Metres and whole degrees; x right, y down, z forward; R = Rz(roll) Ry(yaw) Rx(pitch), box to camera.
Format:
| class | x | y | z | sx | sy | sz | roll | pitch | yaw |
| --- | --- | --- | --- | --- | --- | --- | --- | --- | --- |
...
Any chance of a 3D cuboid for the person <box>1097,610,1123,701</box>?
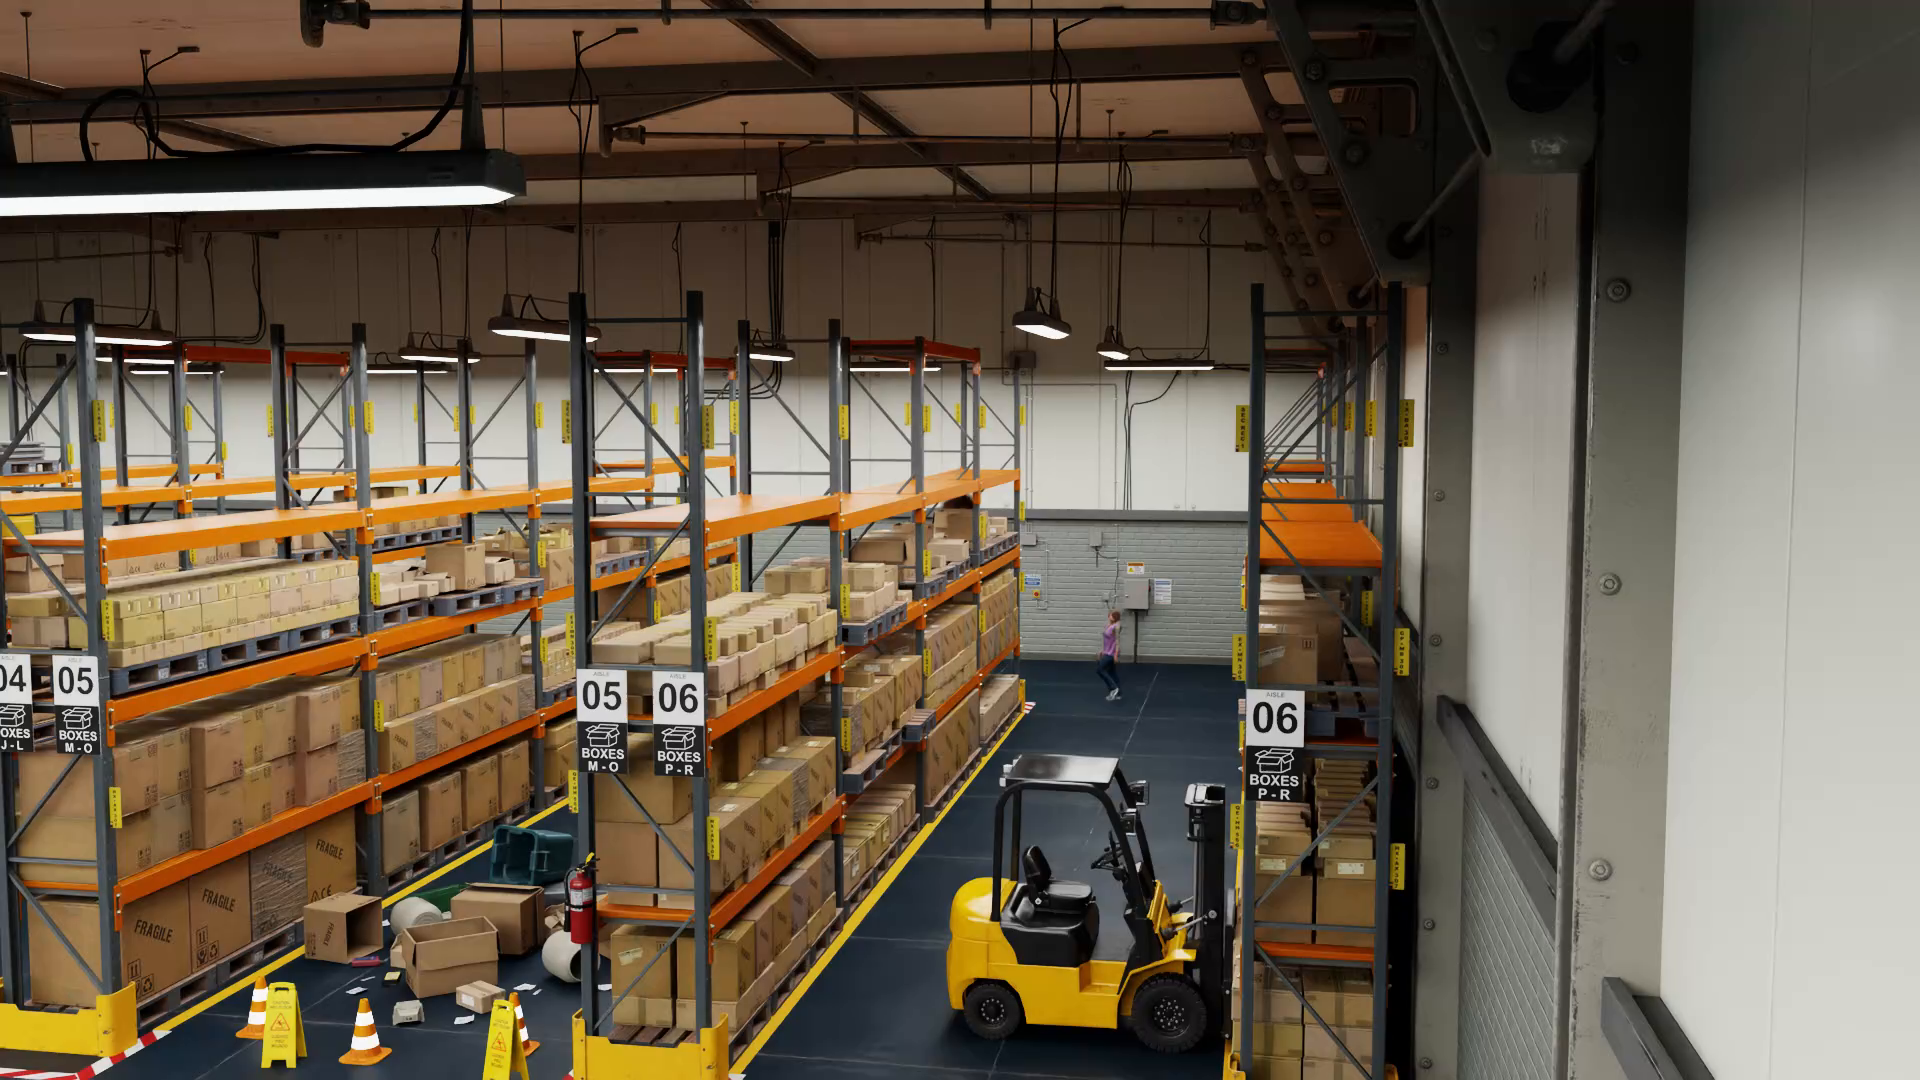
| class | x | y | z | sx | sy | sz | roll | pitch | yaw |
| --- | --- | --- | --- | --- | --- | --- | --- | --- | --- |
| person | 2.626 | 2.012 | 29.079 | 0.449 | 1.583 | 0.408 | 1 | 5 | 13 |
